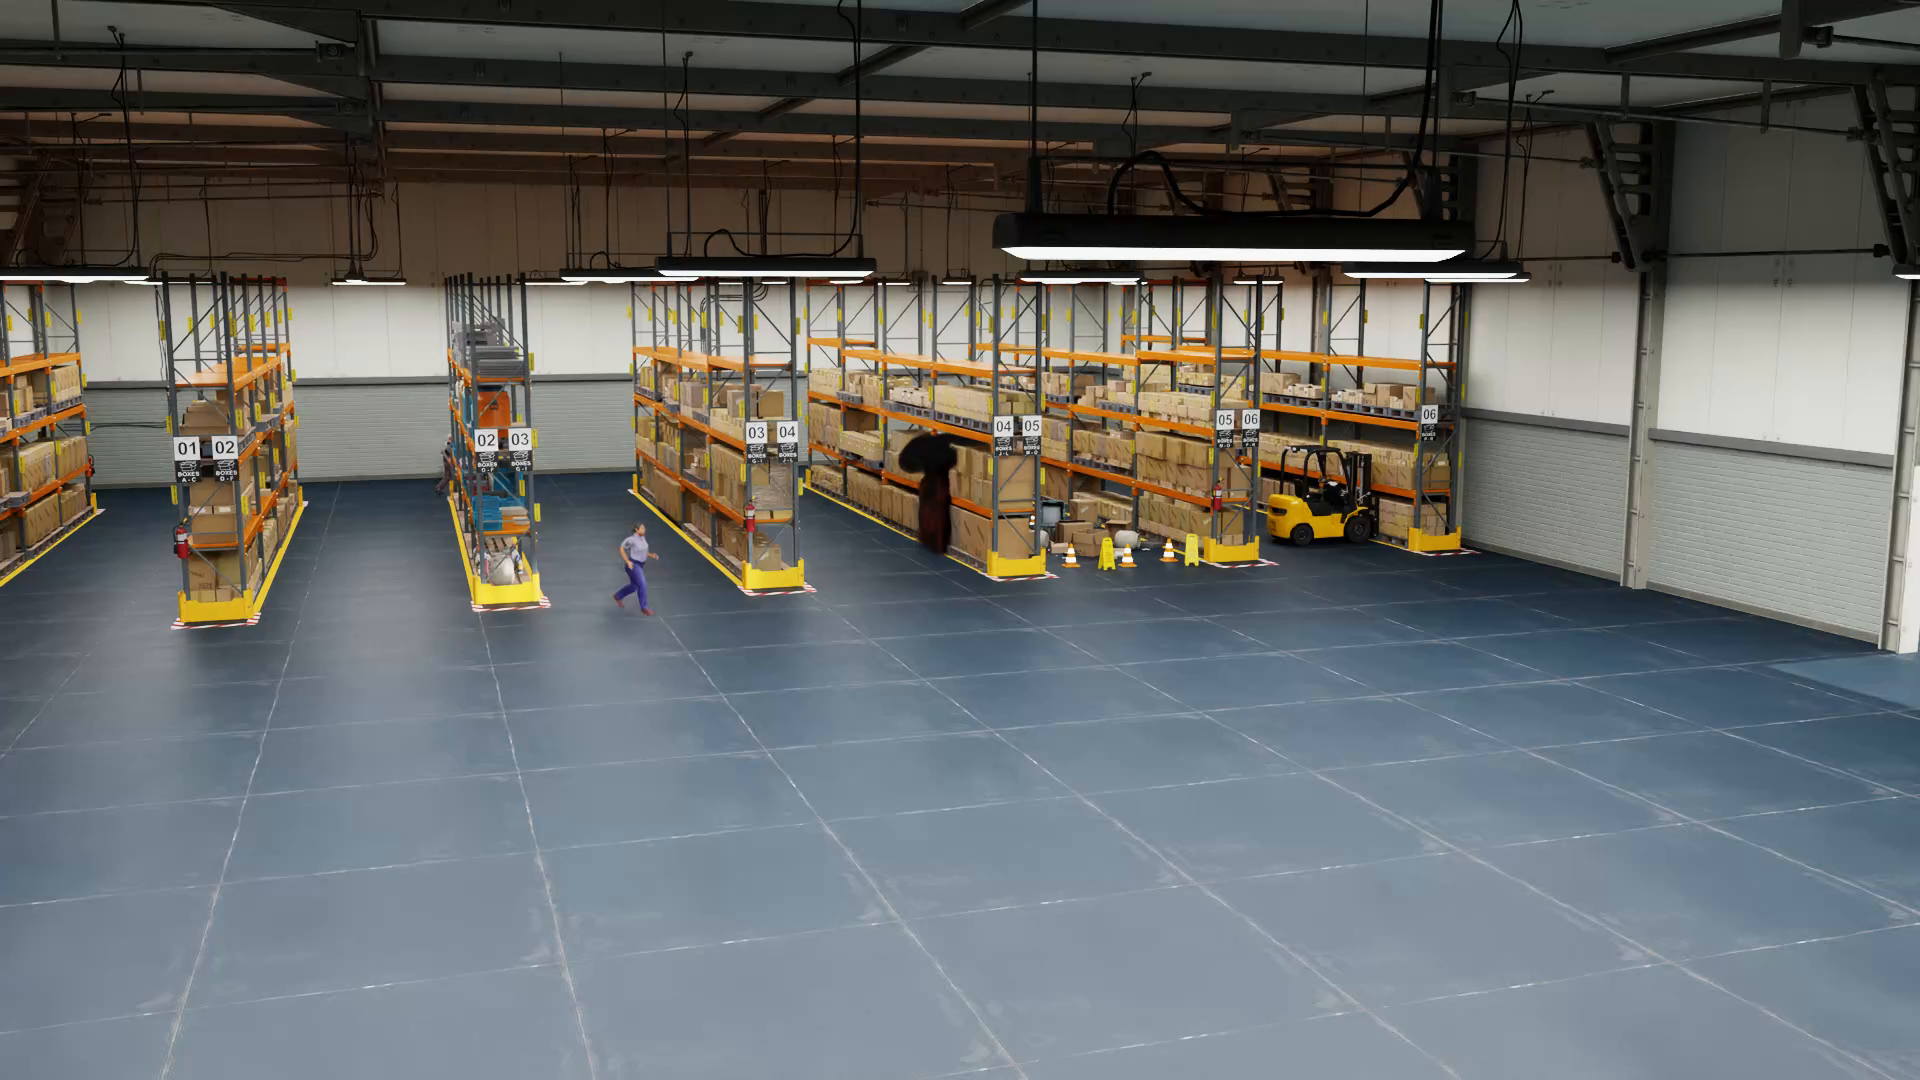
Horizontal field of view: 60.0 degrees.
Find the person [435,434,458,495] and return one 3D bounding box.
[{"bbox_3d":[-14.138,-2.105,46.169,0.899,1.656,0.746,-1,9,-7],"label":"person"}]

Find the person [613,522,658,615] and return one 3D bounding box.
[{"bbox_3d":[-5.779,0.508,29.453,0.872,1.647,0.579,2,9,14],"label":"person"}]

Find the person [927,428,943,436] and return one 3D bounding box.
[{"bbox_3d":[-0.617,-2.703,50.766,0.924,1.580,0.688,-6,10,-33],"label":"person"}]
